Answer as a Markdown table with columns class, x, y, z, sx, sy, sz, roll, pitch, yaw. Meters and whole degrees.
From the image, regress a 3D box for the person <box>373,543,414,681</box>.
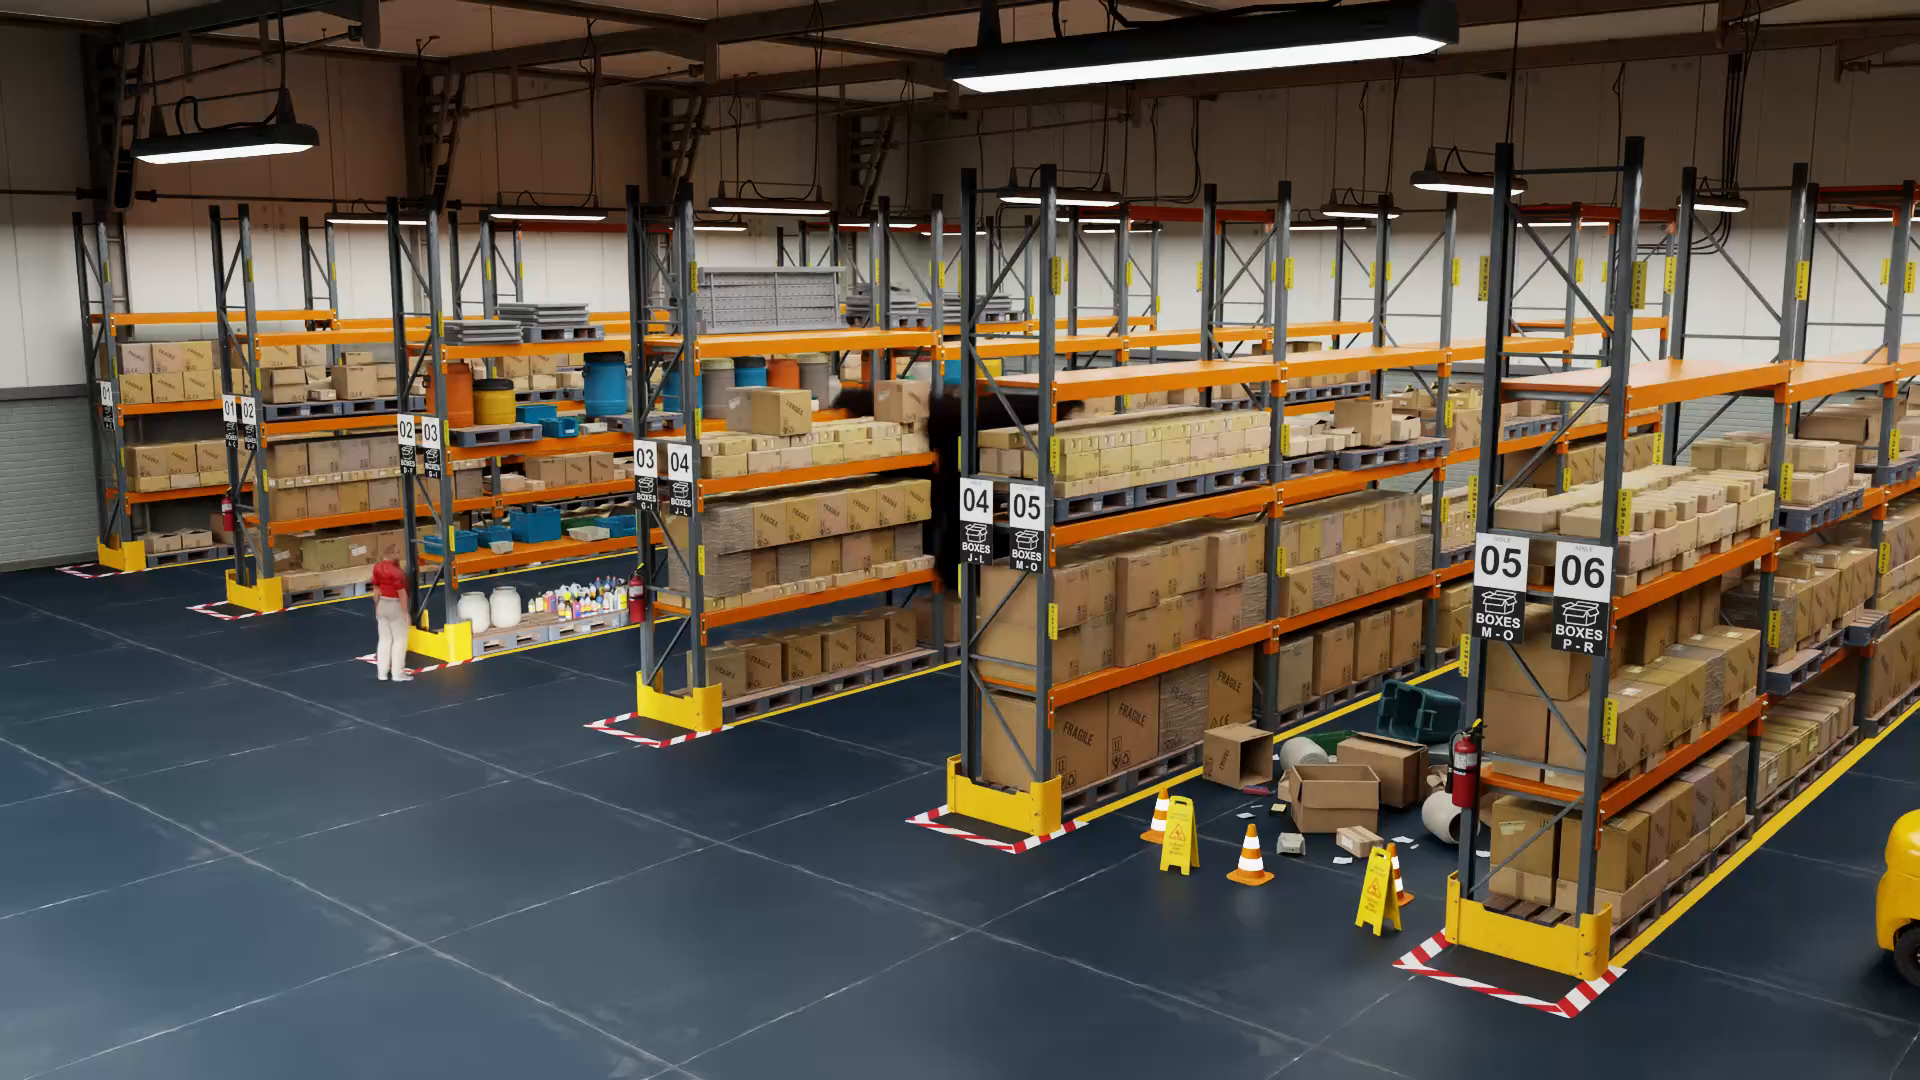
| class | x | y | z | sx | sy | sz | roll | pitch | yaw |
| --- | --- | --- | --- | --- | --- | --- | --- | --- | --- |
| person | -7.080 | 0.949 | 20.728 | 0.632 | 1.677 | 0.423 | 6 | 11 | 32 |
